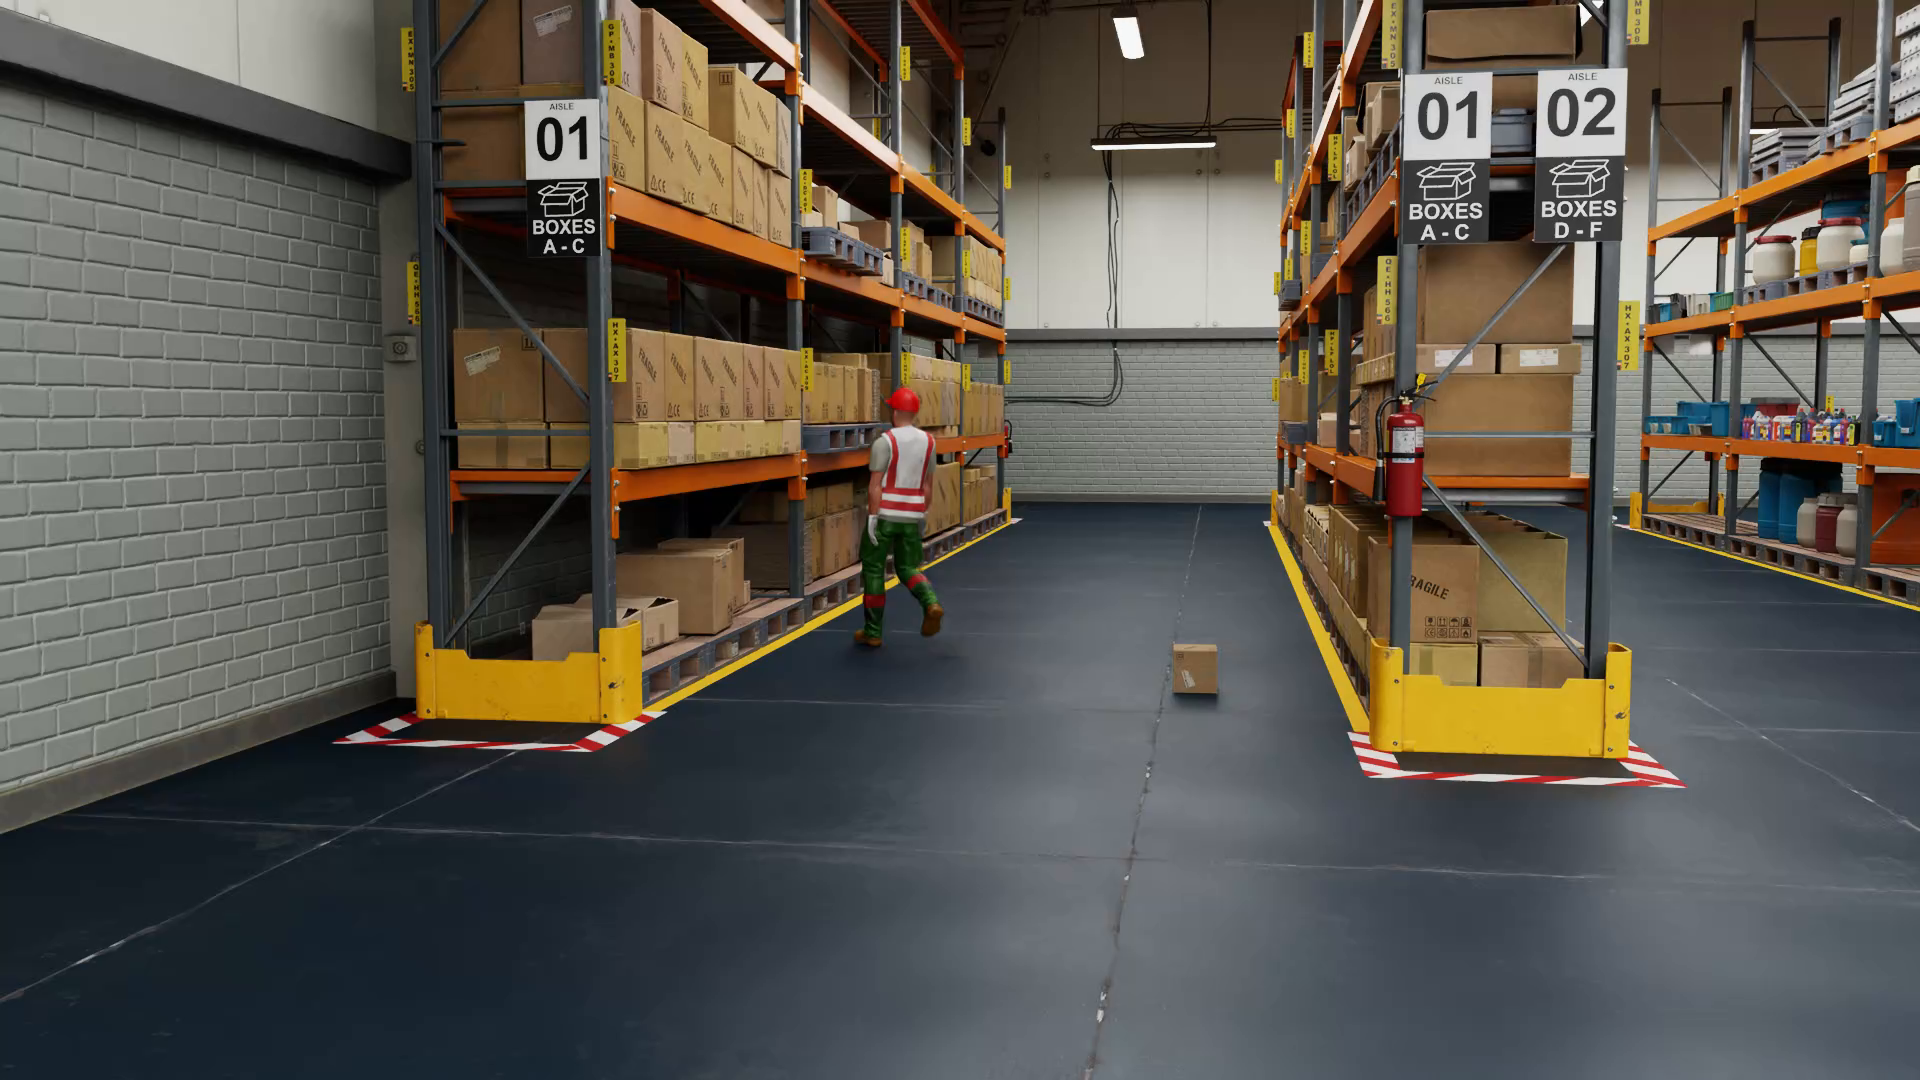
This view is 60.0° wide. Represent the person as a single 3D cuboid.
[{"bbox_3d":[-0.416,-0.153,11.352,0.546,1.769,0.780,-3,5,-32],"label":"person"}]
